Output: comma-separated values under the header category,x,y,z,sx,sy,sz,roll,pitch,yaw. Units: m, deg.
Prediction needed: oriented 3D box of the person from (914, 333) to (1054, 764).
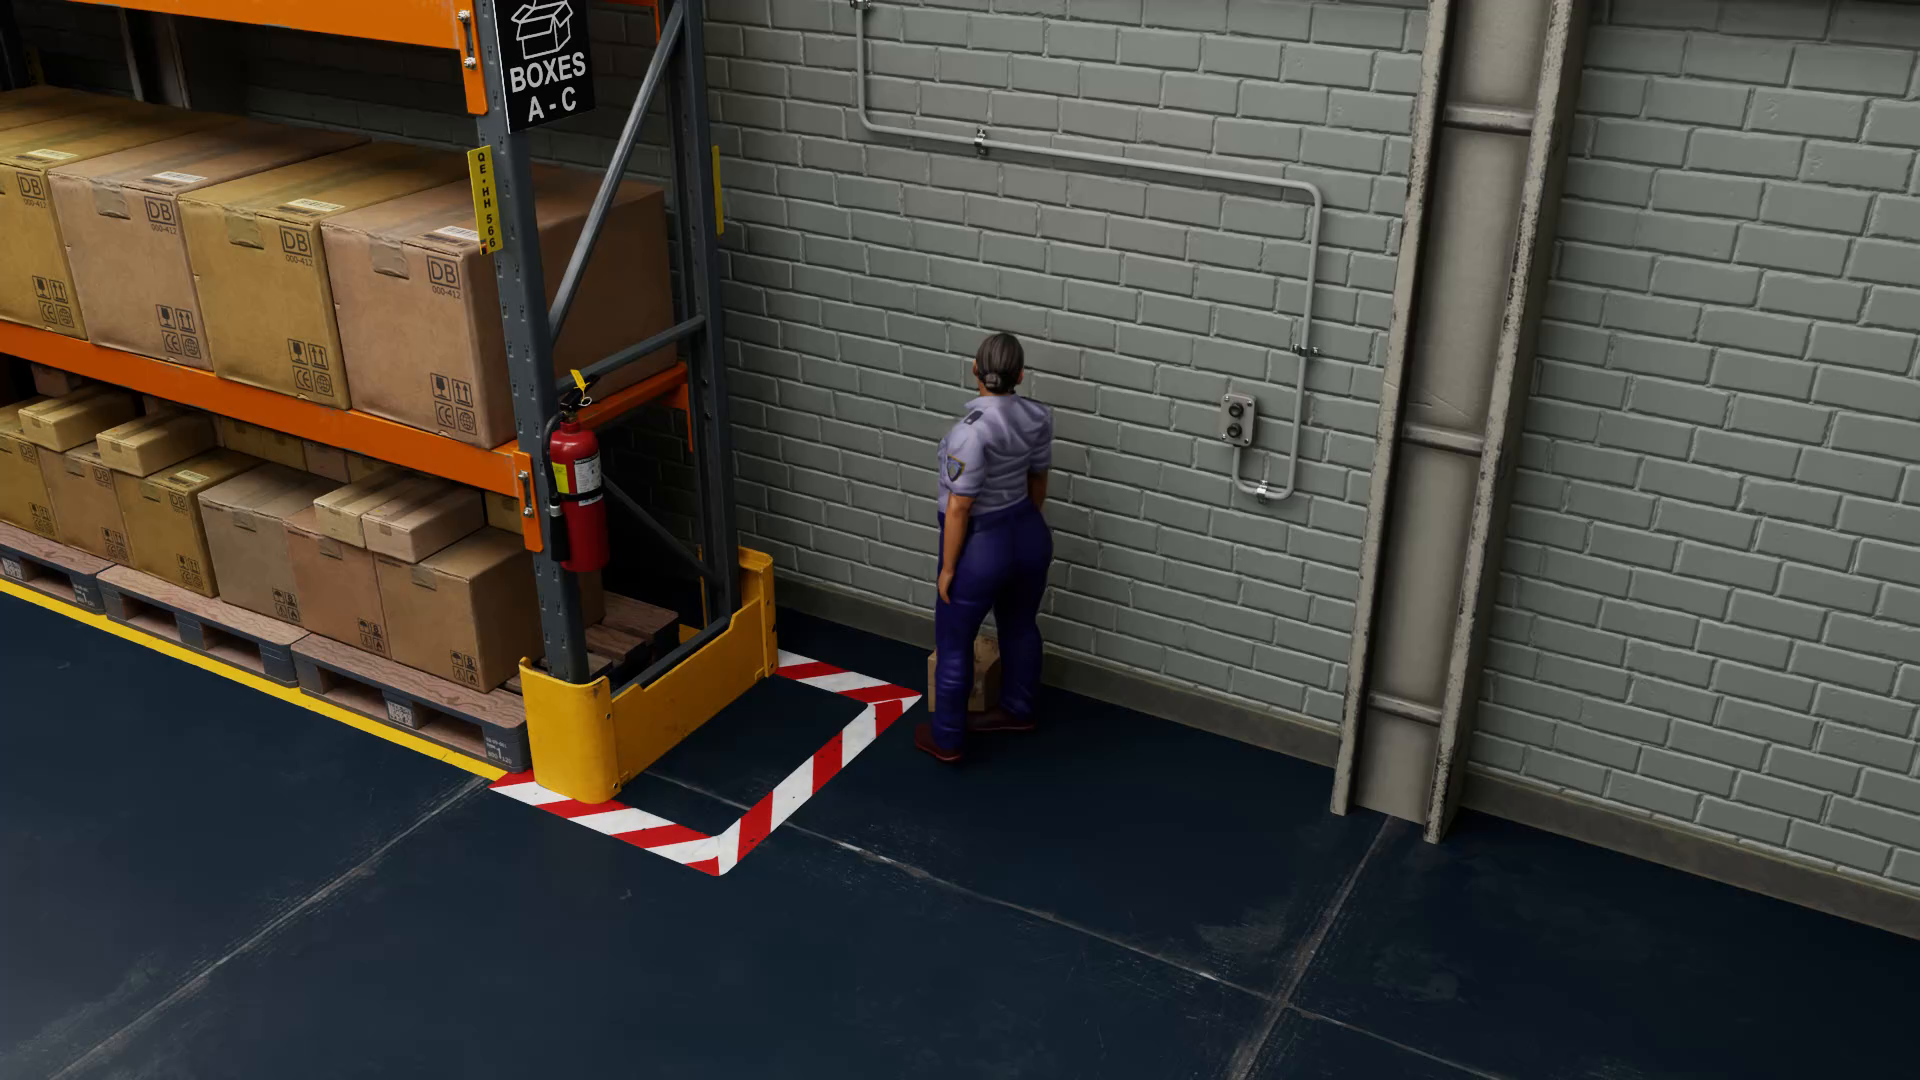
category,x,y,z,sx,sy,sz,roll,pitch,yaw
person,0.095,0.040,6.052,0.513,1.649,0.420,-20,33,-34
